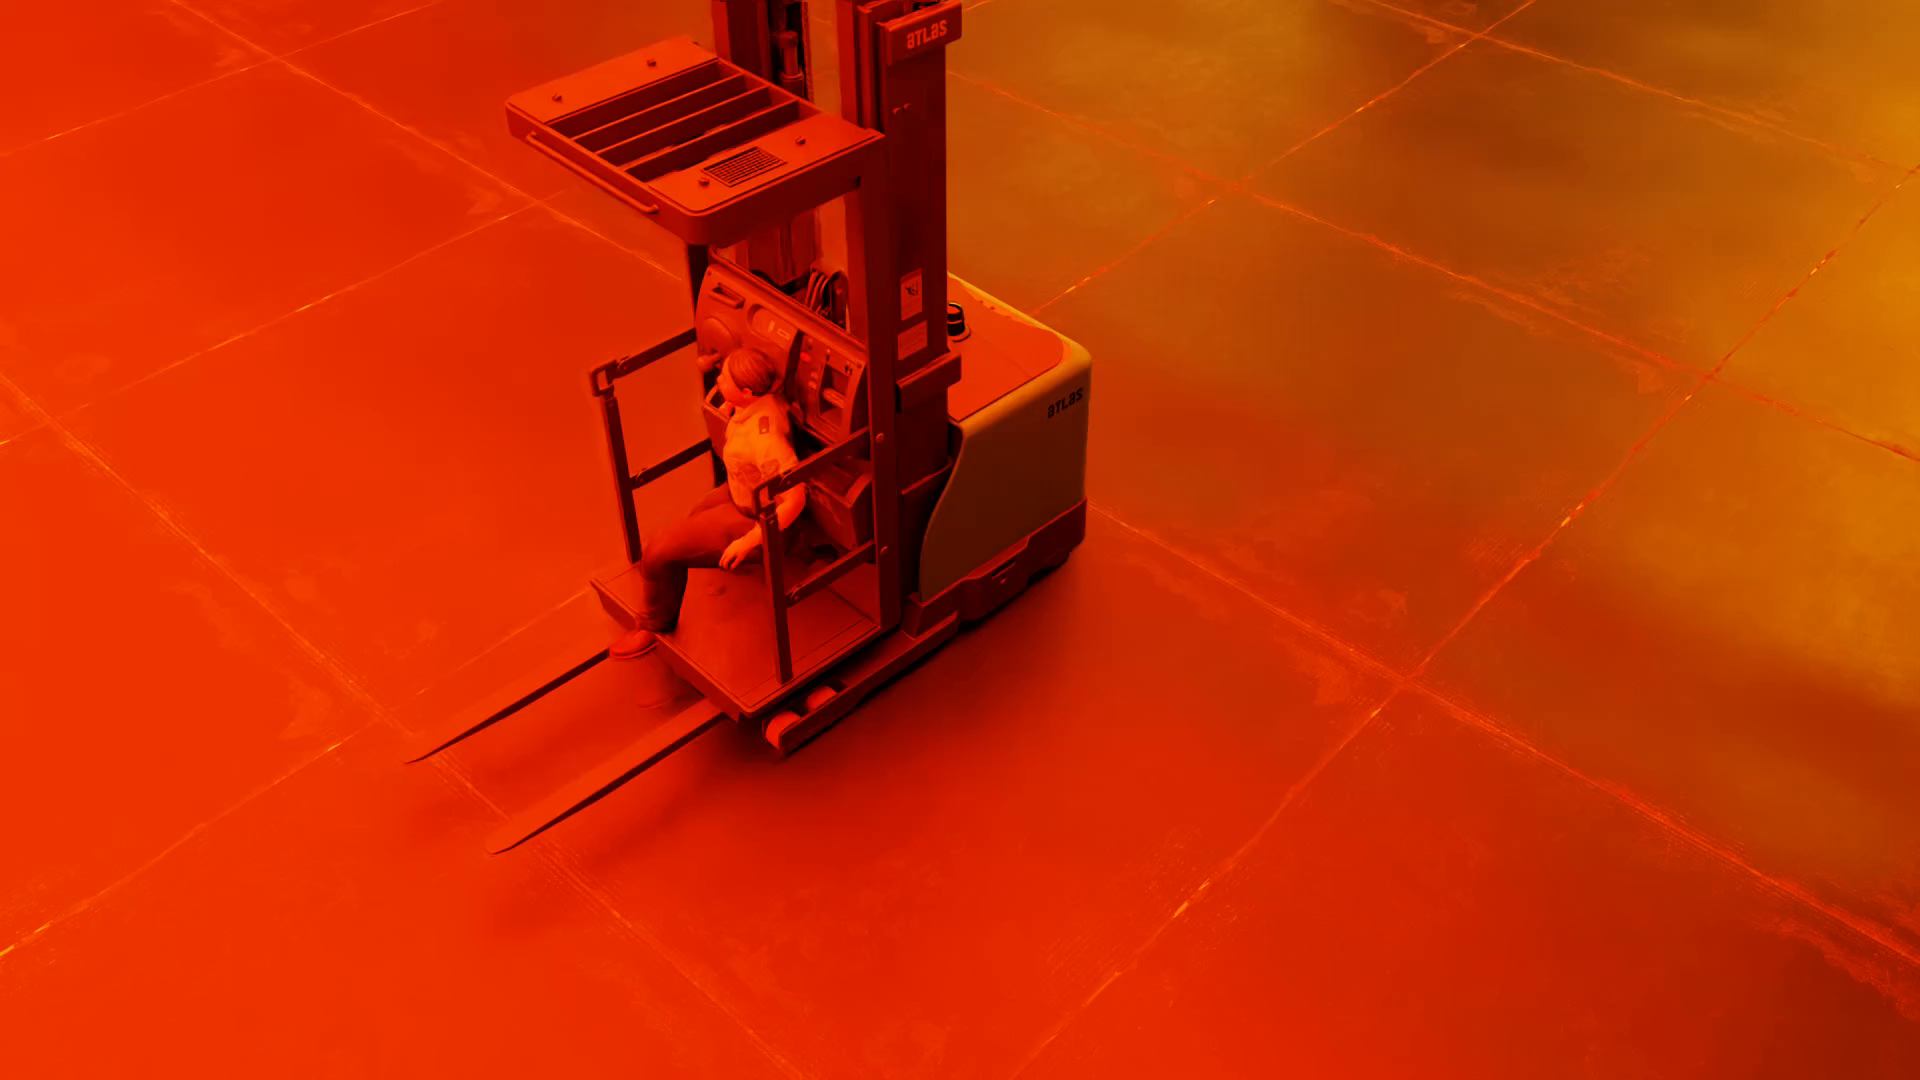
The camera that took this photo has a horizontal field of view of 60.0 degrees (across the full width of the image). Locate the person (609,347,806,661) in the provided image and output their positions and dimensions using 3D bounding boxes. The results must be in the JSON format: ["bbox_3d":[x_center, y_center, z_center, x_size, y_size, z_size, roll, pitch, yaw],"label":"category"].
[{"bbox_3d":[-0.991,-0.155,6.599,0.842,1.450,0.912,0,41,0],"label":"person"}]

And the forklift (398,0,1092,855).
[{"bbox_3d":[-0.838,-0.646,6.181,3.031,2.935,1.130,-32,50,-32],"label":"forklift"}]
